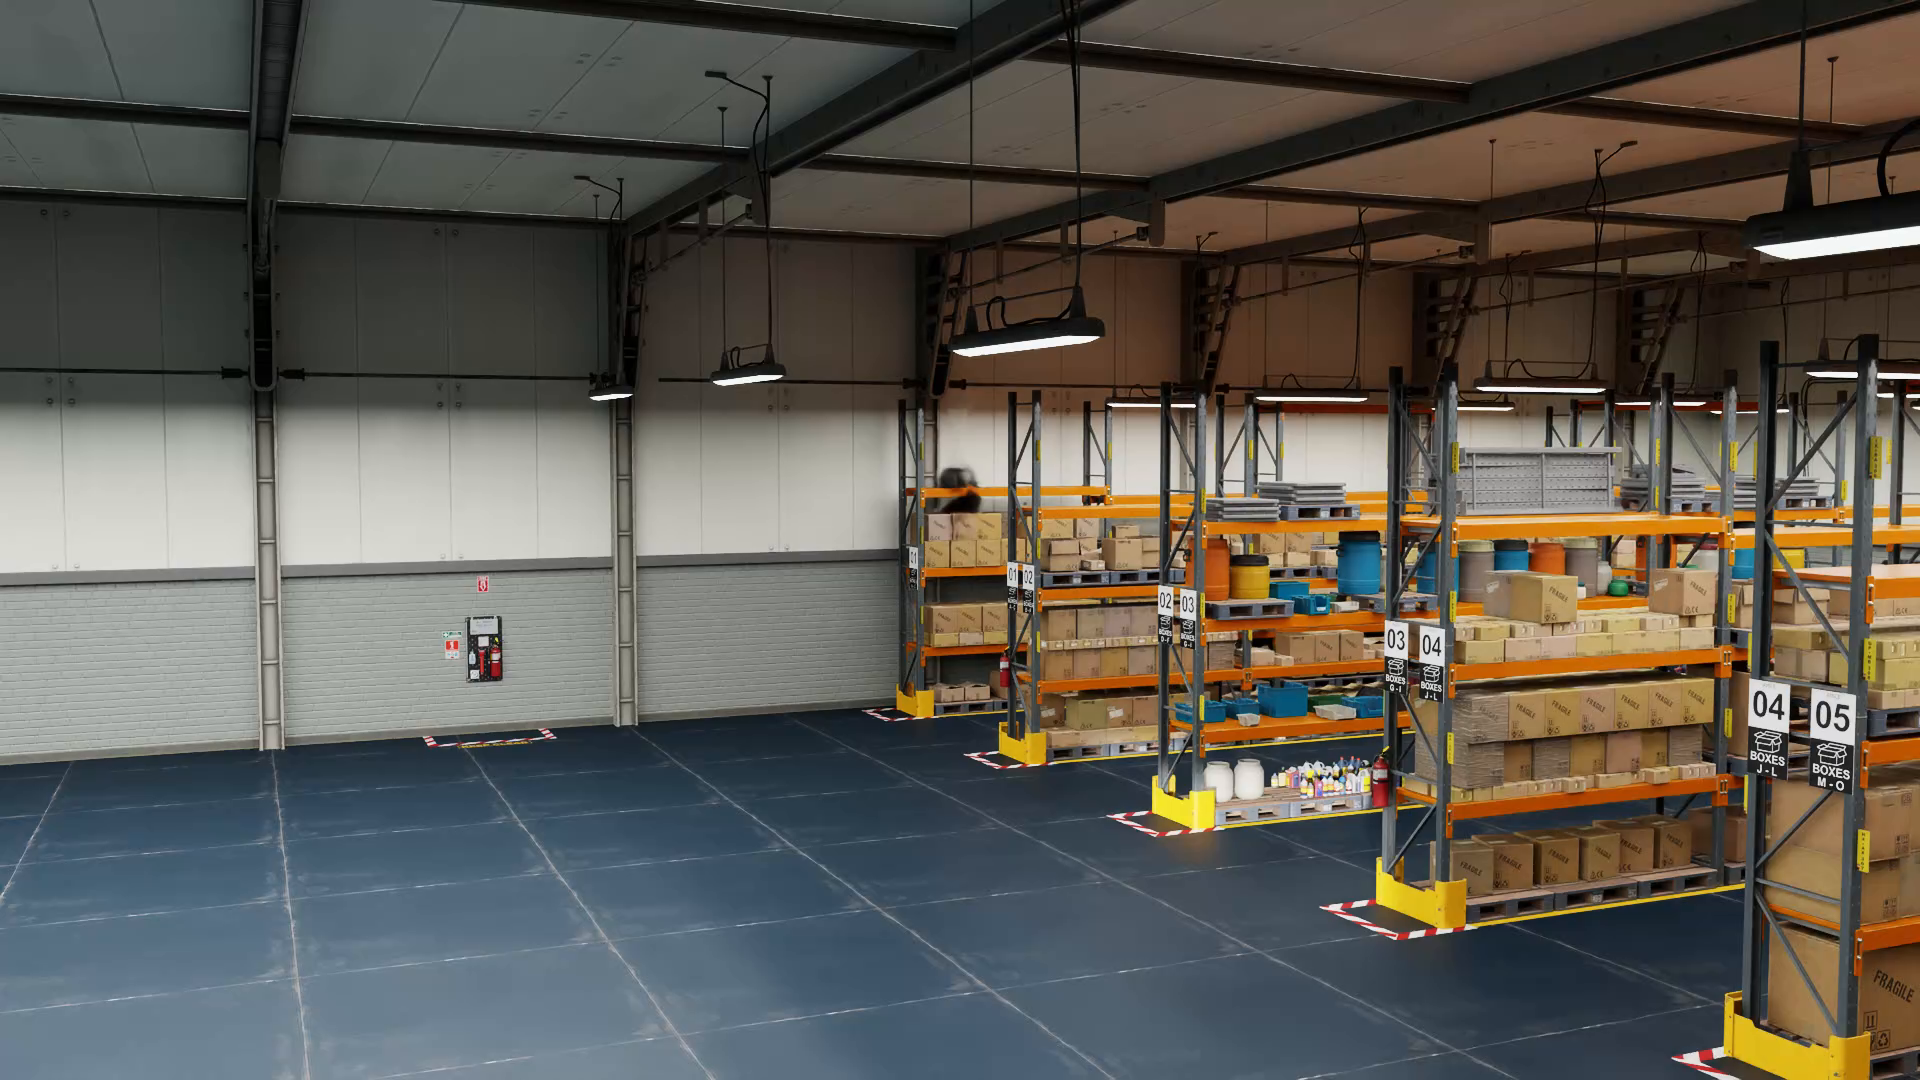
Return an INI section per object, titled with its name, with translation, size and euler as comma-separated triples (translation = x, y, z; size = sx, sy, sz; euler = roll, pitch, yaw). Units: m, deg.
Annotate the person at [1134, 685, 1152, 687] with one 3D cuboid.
[person]
translation = 3.297, 2.318, 30.264
size = 0.866, 1.691, 0.529
euler = -2, 4, -26
